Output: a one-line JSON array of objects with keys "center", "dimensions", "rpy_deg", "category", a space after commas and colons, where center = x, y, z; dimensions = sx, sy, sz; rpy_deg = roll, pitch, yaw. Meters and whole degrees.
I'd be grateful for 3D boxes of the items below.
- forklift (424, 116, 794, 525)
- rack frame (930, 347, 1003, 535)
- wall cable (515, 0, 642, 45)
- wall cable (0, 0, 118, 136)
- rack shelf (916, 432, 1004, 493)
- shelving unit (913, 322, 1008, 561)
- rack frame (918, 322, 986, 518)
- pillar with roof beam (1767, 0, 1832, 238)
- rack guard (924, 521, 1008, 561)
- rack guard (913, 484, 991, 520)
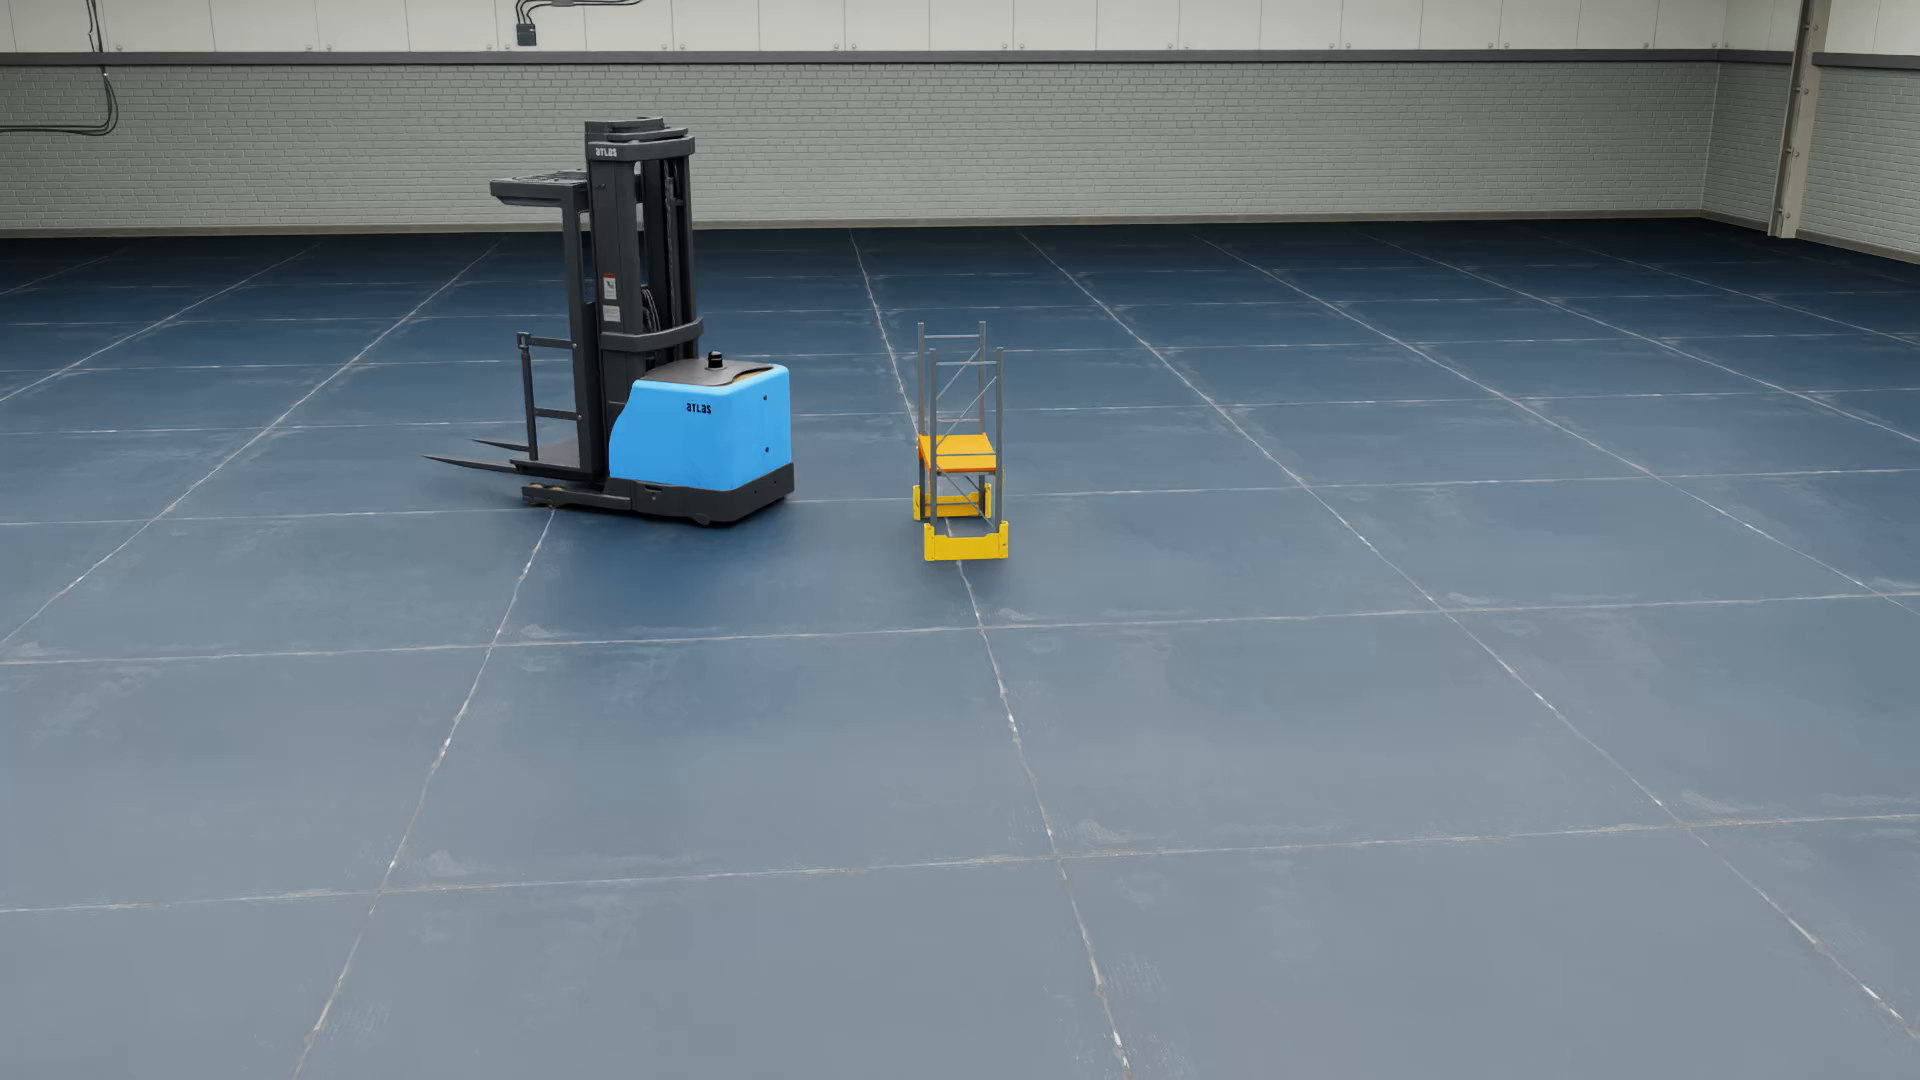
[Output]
[{"center": [-2.877, -1.781, 12.956], "dimensions": [3.031, 2.935, 1.130], "rpy_deg": [8, 19, 23], "category": "forklift"}, {"center": [0.044, -0.590, 11.551], "dimensions": [0.500, 1.500, 0.032], "rpy_deg": [-2, 18, -6], "category": "rack frame"}, {"center": [-6.498, -11.459, 27.977], "dimensions": [2.305, 6.003, 0.169], "rpy_deg": [-2, 18, -6], "category": "wall cable"}, {"center": [-15.942, -8.067, 28.033], "dimensions": [3.097, 2.526, 0.112], "rpy_deg": [-2, 18, -6], "category": "wall cable"}, {"center": [-0.009, -0.569, 12.087], "dimensions": [0.538, 0.185, 1.000], "rpy_deg": [-2, 18, -6], "category": "rack shelf"}, {"center": [-0.008, -0.738, 12.025], "dimensions": [0.587, 1.500, 1.083], "rpy_deg": [-2, 18, -6], "category": "shelving unit"}, {"center": [-0.061, -0.892, 12.516], "dimensions": [0.500, 1.500, 0.032], "rpy_deg": [-2, 18, -6], "category": "rack frame"}, {"center": [10.096, -9.470, 27.318], "dimensions": [9.100, 9.000, 0.400], "rpy_deg": [-2, 18, -6], "category": "pillar with roof beam"}, {"center": [0.044, 0.006, 11.739], "dimensions": [0.587, 0.250, 0.087], "rpy_deg": [-2, 18, -6], "category": "rack guard"}, {"center": [-0.059, -0.290, 12.685], "dimensions": [0.587, 0.250, 0.087], "rpy_deg": [-2, 18, -6], "category": "rack guard"}]
